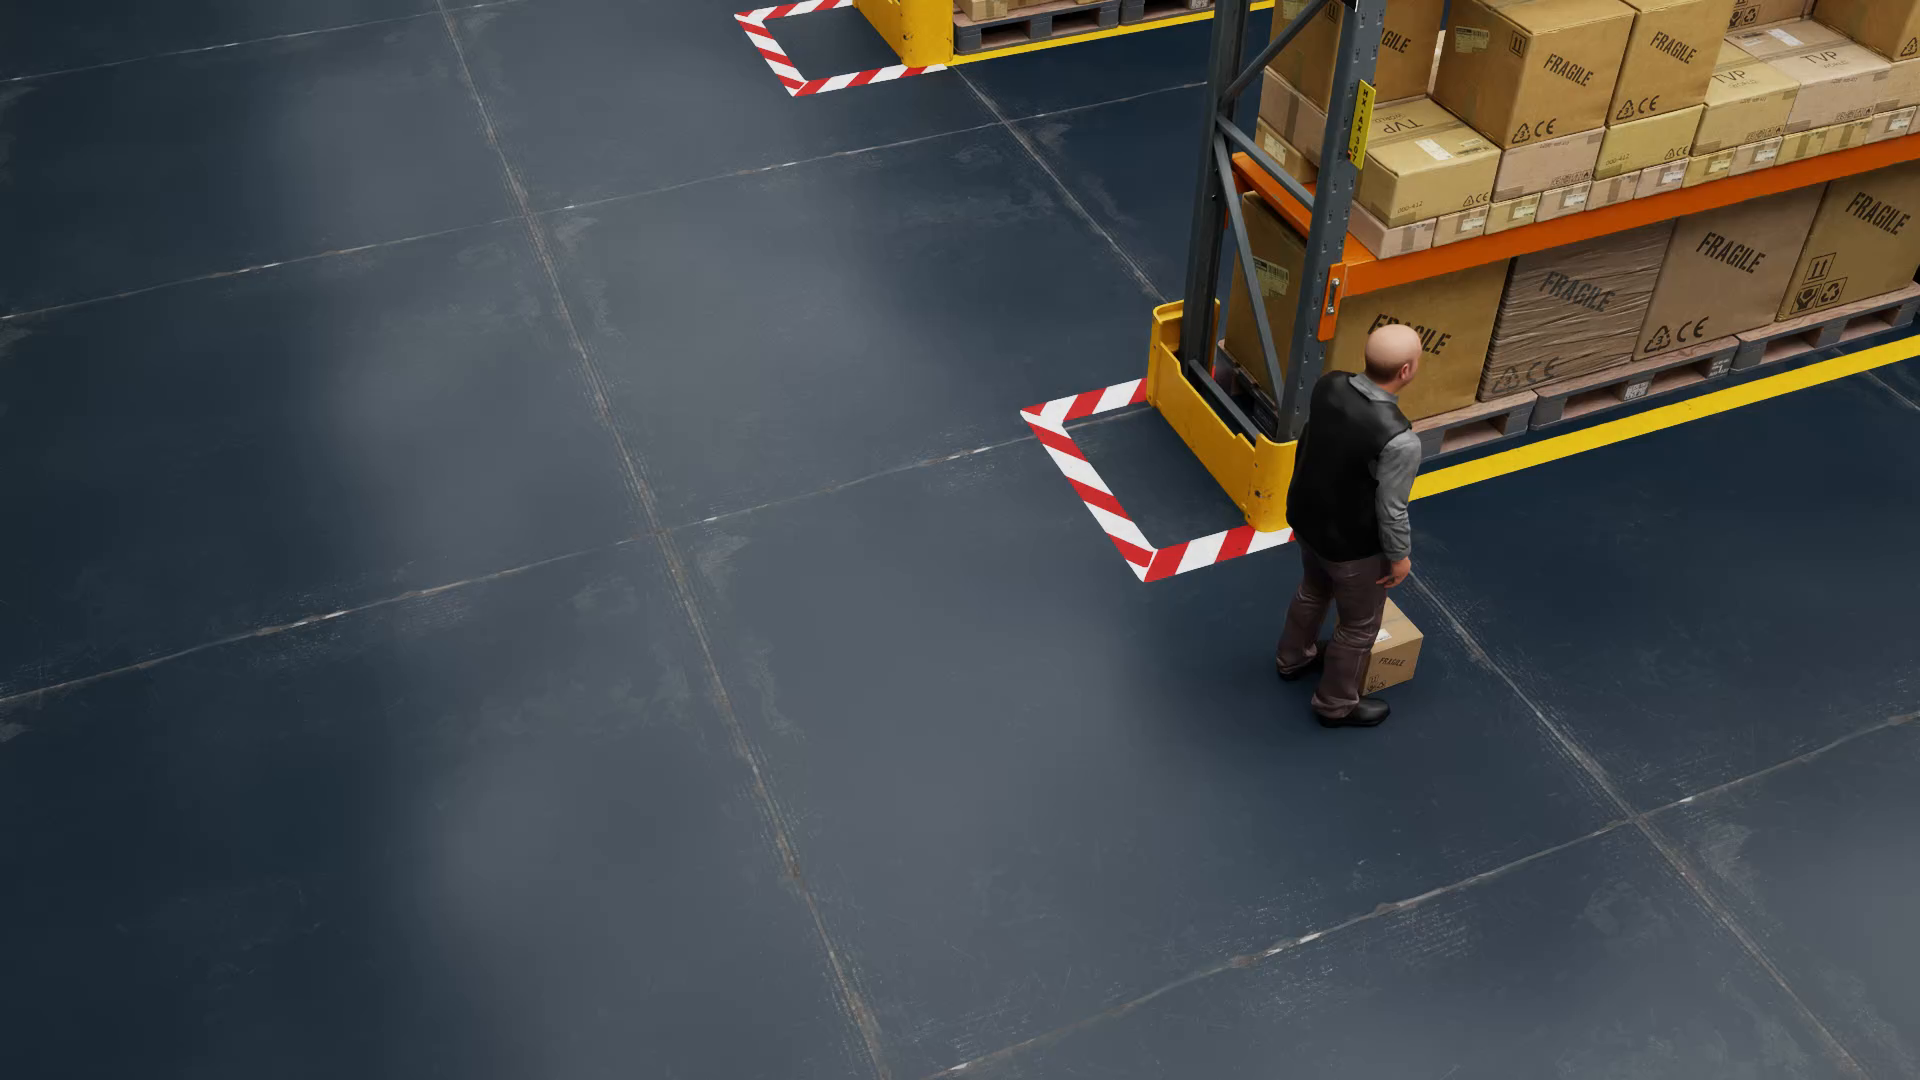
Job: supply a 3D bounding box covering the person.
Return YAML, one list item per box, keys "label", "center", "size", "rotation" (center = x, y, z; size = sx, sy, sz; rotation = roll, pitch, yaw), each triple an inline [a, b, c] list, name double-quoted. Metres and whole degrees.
- label: "person"
  center: [1.437, -0.047, 6.229]
  size: [0.412, 1.722, 0.592]
  rotation: [-17, 44, -18]
